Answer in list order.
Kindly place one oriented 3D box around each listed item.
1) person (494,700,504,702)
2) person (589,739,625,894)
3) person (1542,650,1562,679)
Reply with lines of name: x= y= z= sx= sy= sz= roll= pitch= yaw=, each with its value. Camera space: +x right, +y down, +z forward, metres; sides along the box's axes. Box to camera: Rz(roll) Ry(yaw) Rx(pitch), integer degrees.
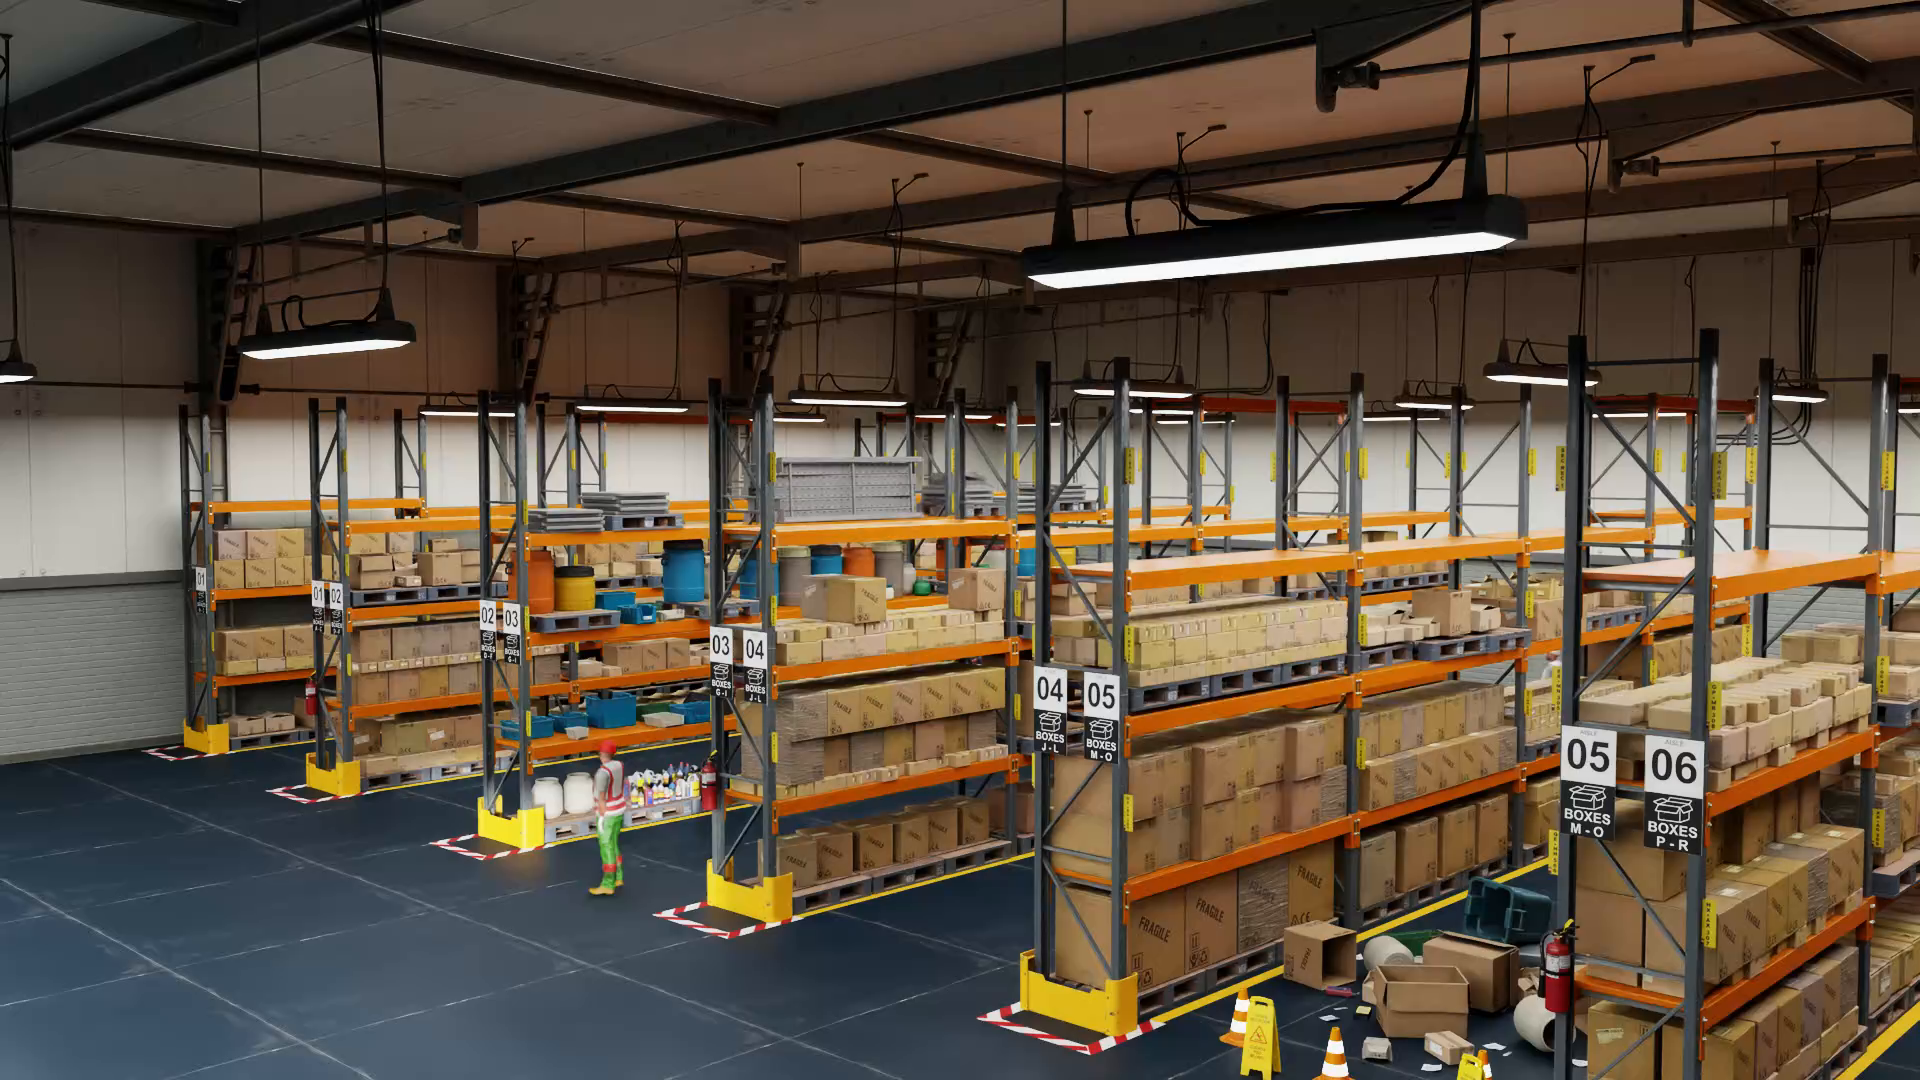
person: x=-8.225 y=2.720 z=29.870 sx=0.459 sy=1.747 sz=0.591 roll=2 pitch=3 yaw=31
person: x=-4.124 y=3.236 z=19.520 sx=0.358 sy=1.821 sz=0.598 roll=1 pitch=3 yaw=13
person: x=10.318 y=2.720 z=29.272 sx=0.882 sy=1.761 sz=0.592 roll=3 pitch=4 yaw=44
